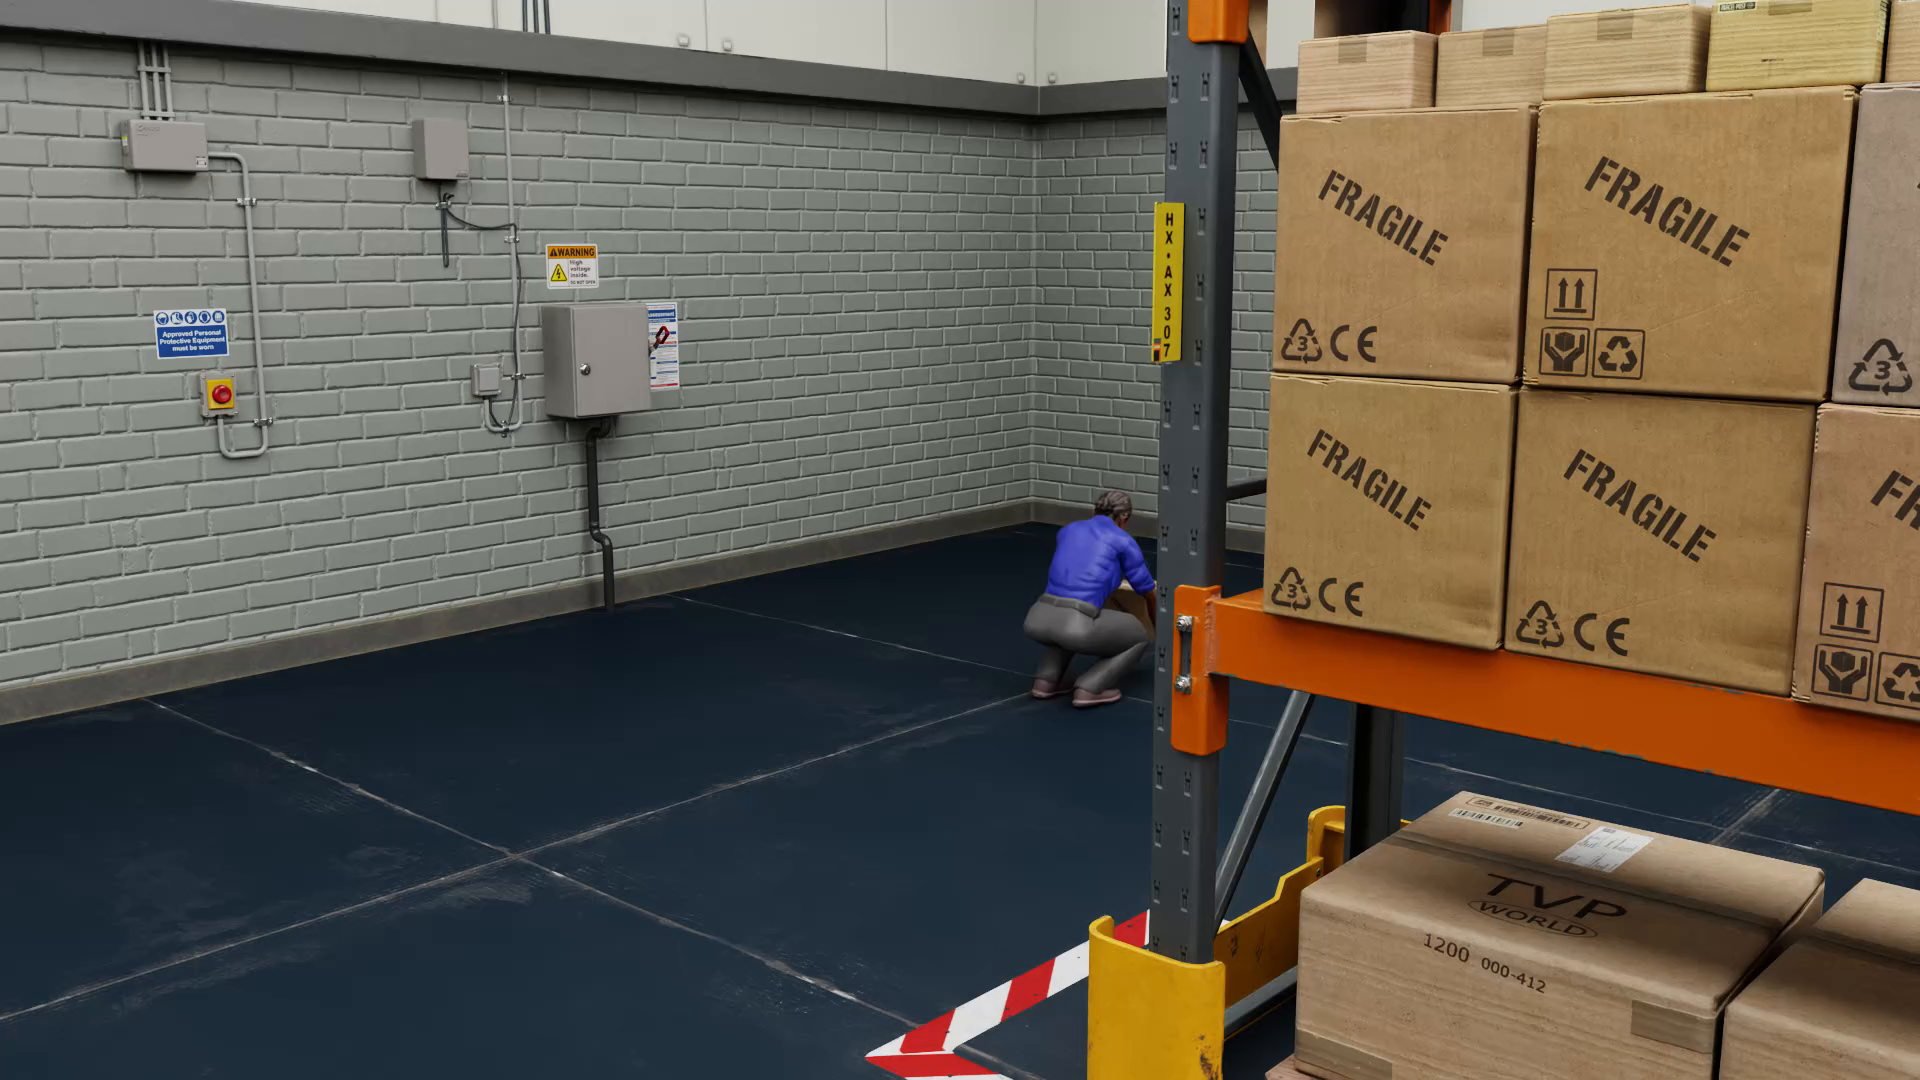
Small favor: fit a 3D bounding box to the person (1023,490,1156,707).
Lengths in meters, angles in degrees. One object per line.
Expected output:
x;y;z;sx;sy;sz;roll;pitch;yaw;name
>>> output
0.631;0.254;7.628;0.495;0.923;0.827;9;14;41;person
